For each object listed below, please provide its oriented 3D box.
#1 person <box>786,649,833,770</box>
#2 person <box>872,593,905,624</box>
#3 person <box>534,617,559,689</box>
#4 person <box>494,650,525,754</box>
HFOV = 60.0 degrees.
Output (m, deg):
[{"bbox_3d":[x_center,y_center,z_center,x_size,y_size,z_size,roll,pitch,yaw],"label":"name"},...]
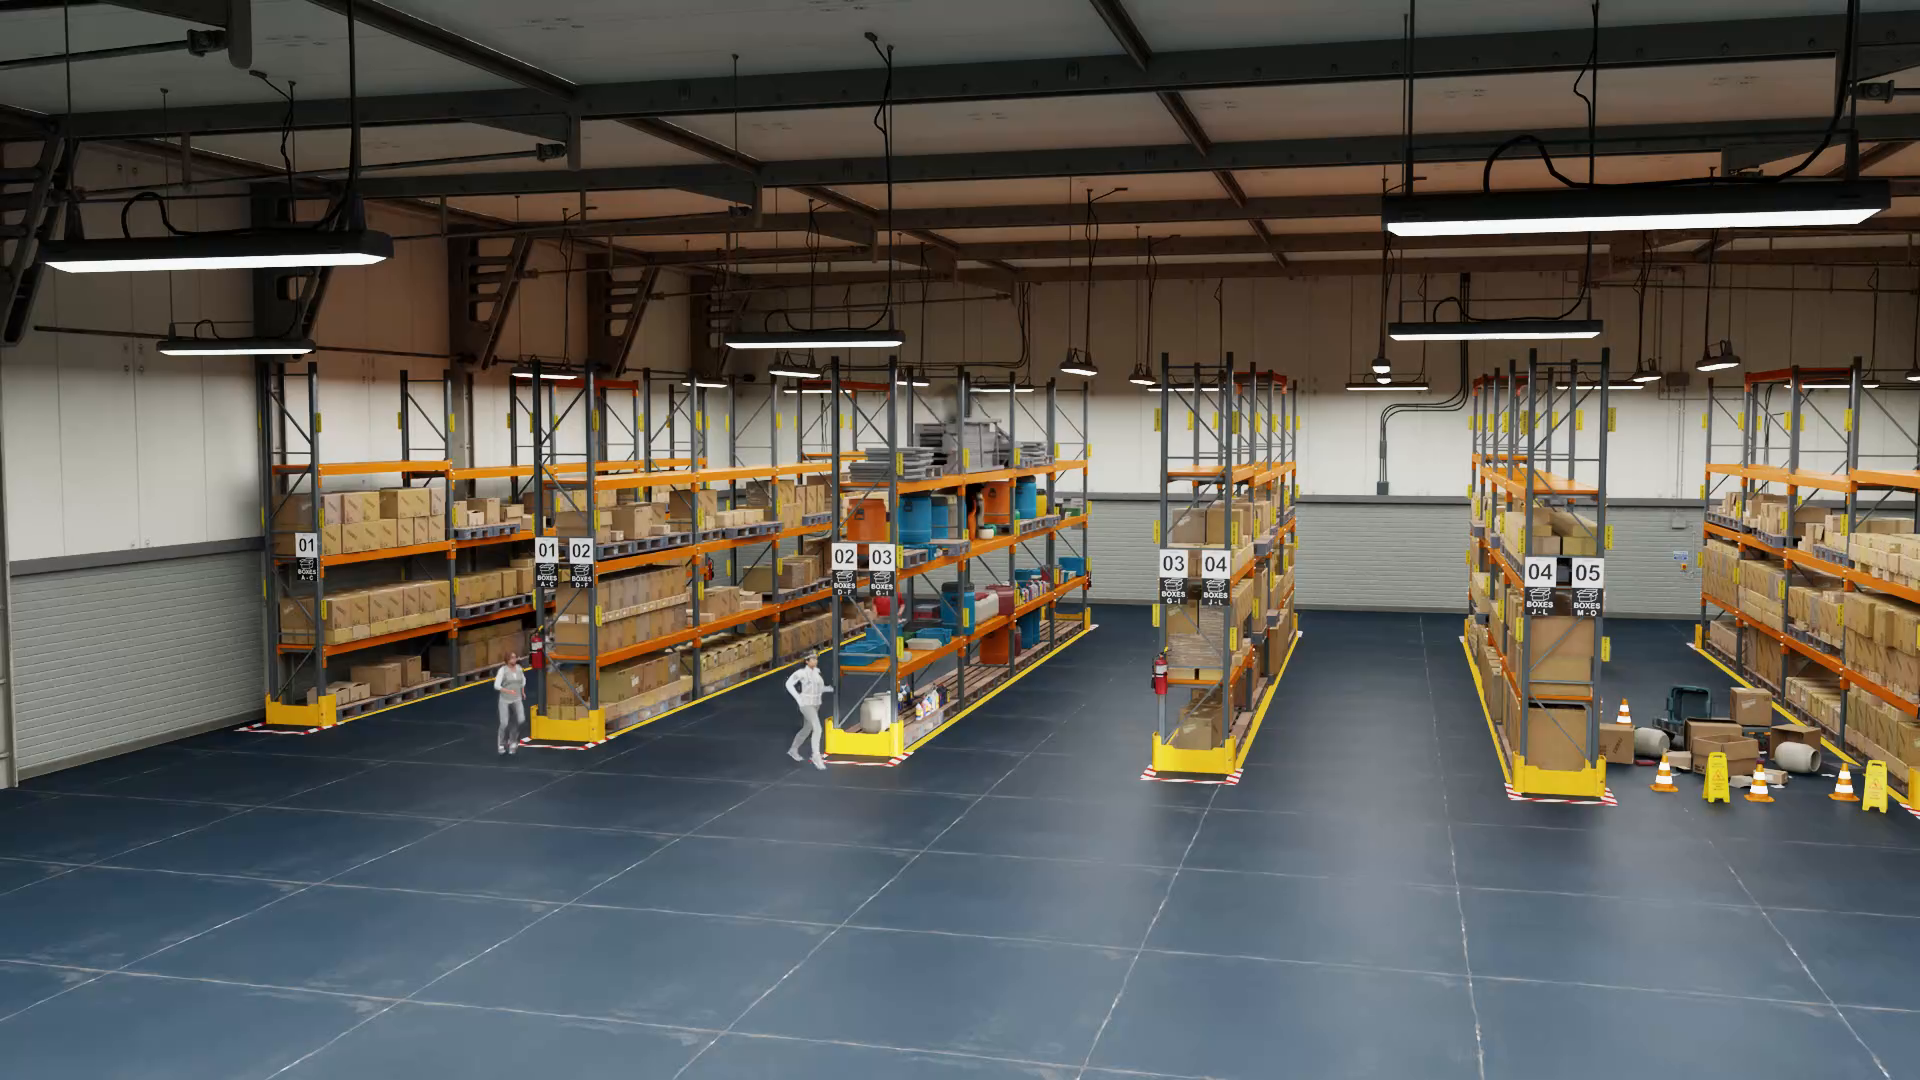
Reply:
[{"bbox_3d":[-2.206,2.457,24.249,0.771,1.755,0.597,2,5,27],"label":"person"},{"bbox_3d":[-1.422,1.596,32.453,0.665,1.698,0.603,1,4,19],"label":"person"},{"bbox_3d":[-7.142,2.150,28.831,0.609,1.648,0.611,0,4,-2],"label":"person"},{"bbox_3d":[-6.751,2.442,25.069,0.566,1.571,0.629,-3,5,-36],"label":"person"}]
